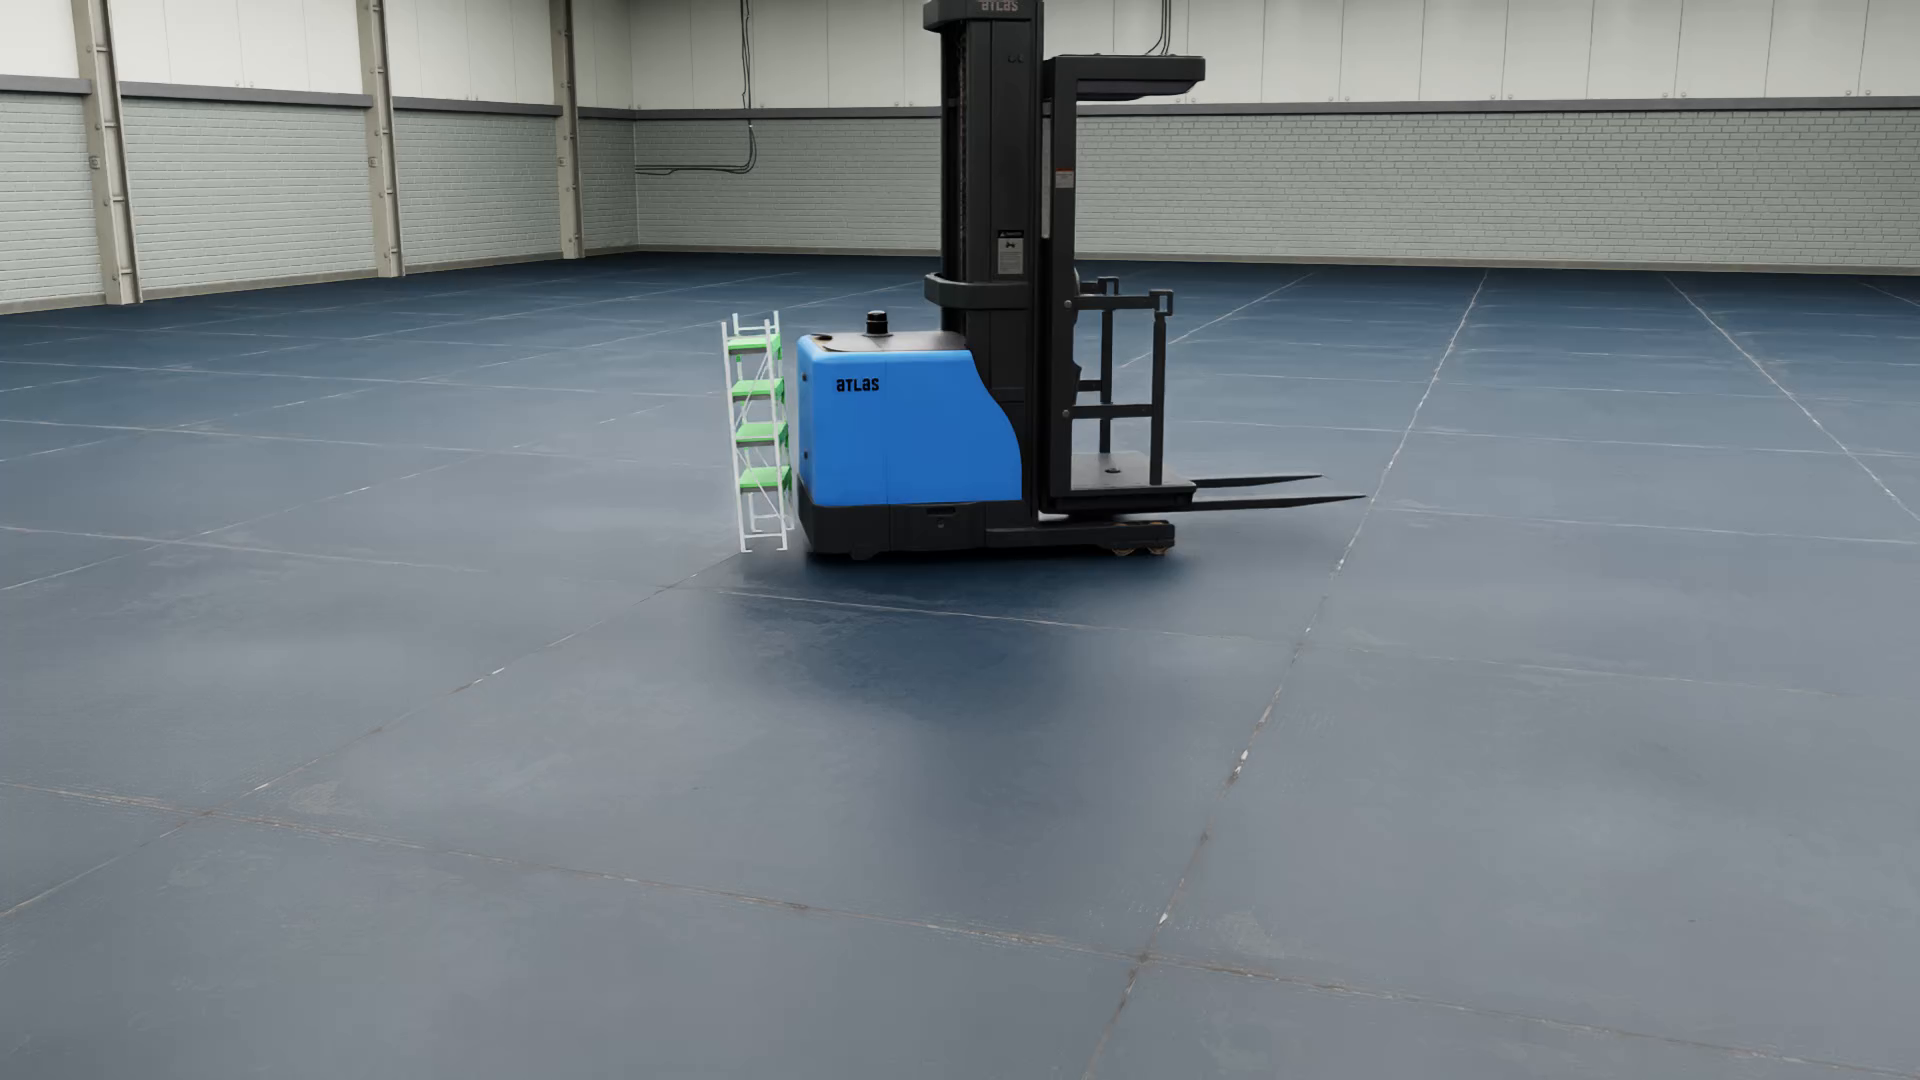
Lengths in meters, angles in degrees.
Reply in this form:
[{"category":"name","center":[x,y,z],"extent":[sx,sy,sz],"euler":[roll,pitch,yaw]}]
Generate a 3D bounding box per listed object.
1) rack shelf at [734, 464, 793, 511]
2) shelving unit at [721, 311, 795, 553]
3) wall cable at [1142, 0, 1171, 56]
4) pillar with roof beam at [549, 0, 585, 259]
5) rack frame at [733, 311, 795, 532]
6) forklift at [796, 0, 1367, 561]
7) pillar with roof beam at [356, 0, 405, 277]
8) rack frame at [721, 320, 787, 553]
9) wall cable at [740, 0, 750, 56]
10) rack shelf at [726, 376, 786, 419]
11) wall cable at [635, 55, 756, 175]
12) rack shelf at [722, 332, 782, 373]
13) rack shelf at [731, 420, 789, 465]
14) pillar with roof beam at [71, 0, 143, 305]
[{"category":"rack shelf","center":[-1.043,-0.285,8.872],"extent":[0.258,0.148,0.480],"euler":[-3,13,0]},{"category":"shelving unit","center":[-1.060,-0.581,8.804],"extent":[0.258,1.200,0.503],"euler":[-3,13,0]},{"category":"wall cable","center":[3.059,-11.810,32.867],"extent":[2.305,6.003,0.169],"euler":[4,14,18]},{"category":"pillar with roof beam","center":[-4.050,-10.004,32.596],"extent":[9.100,9.000,0.400],"euler":[4,14,18]},{"category":"rack frame","center":[-1.063,-0.635,9.042],"extent":[0.240,1.200,0.015],"euler":[-3,13,0]},{"category":"forklift","center":[0.664,-1.463,8.810],"extent":[3.031,2.935,1.130],"euler":[-2,13,-10]},{"category":"pillar with roof beam","center":[-5.991,-8.741,27.061],"extent":[9.100,9.000,0.400],"euler":[4,14,18]},{"category":"rack frame","center":[-1.056,-0.527,8.567],"extent":[0.240,1.200,0.015],"euler":[-3,13,0]},{"category":"wall cable","center":[-3.359,-11.593,35.185],"extent":[3.097,2.526,0.112],"euler":[4,14,18]},{"category":"rack shelf","center":[-1.069,-0.752,8.765],"extent":[0.258,0.148,0.480],"euler":[-3,13,0]},{"category":"wall cable","center":[-5.919,-9.325,36.600],"extent":[3.097,2.526,0.112],"euler":[4,14,18]},{"category":"rack shelf","center":[-1.083,-0.986,8.712],"extent":[0.258,0.148,0.480],"euler":[-3,13,0]},{"category":"rack shelf","center":[-1.056,-0.519,8.819],"extent":[0.258,0.148,0.480],"euler":[-3,13,0]},{"category":"pillar with roof beam","center":[-7.932,-7.478,21.526],"extent":[9.100,9.000,0.400],"euler":[4,14,18]}]
